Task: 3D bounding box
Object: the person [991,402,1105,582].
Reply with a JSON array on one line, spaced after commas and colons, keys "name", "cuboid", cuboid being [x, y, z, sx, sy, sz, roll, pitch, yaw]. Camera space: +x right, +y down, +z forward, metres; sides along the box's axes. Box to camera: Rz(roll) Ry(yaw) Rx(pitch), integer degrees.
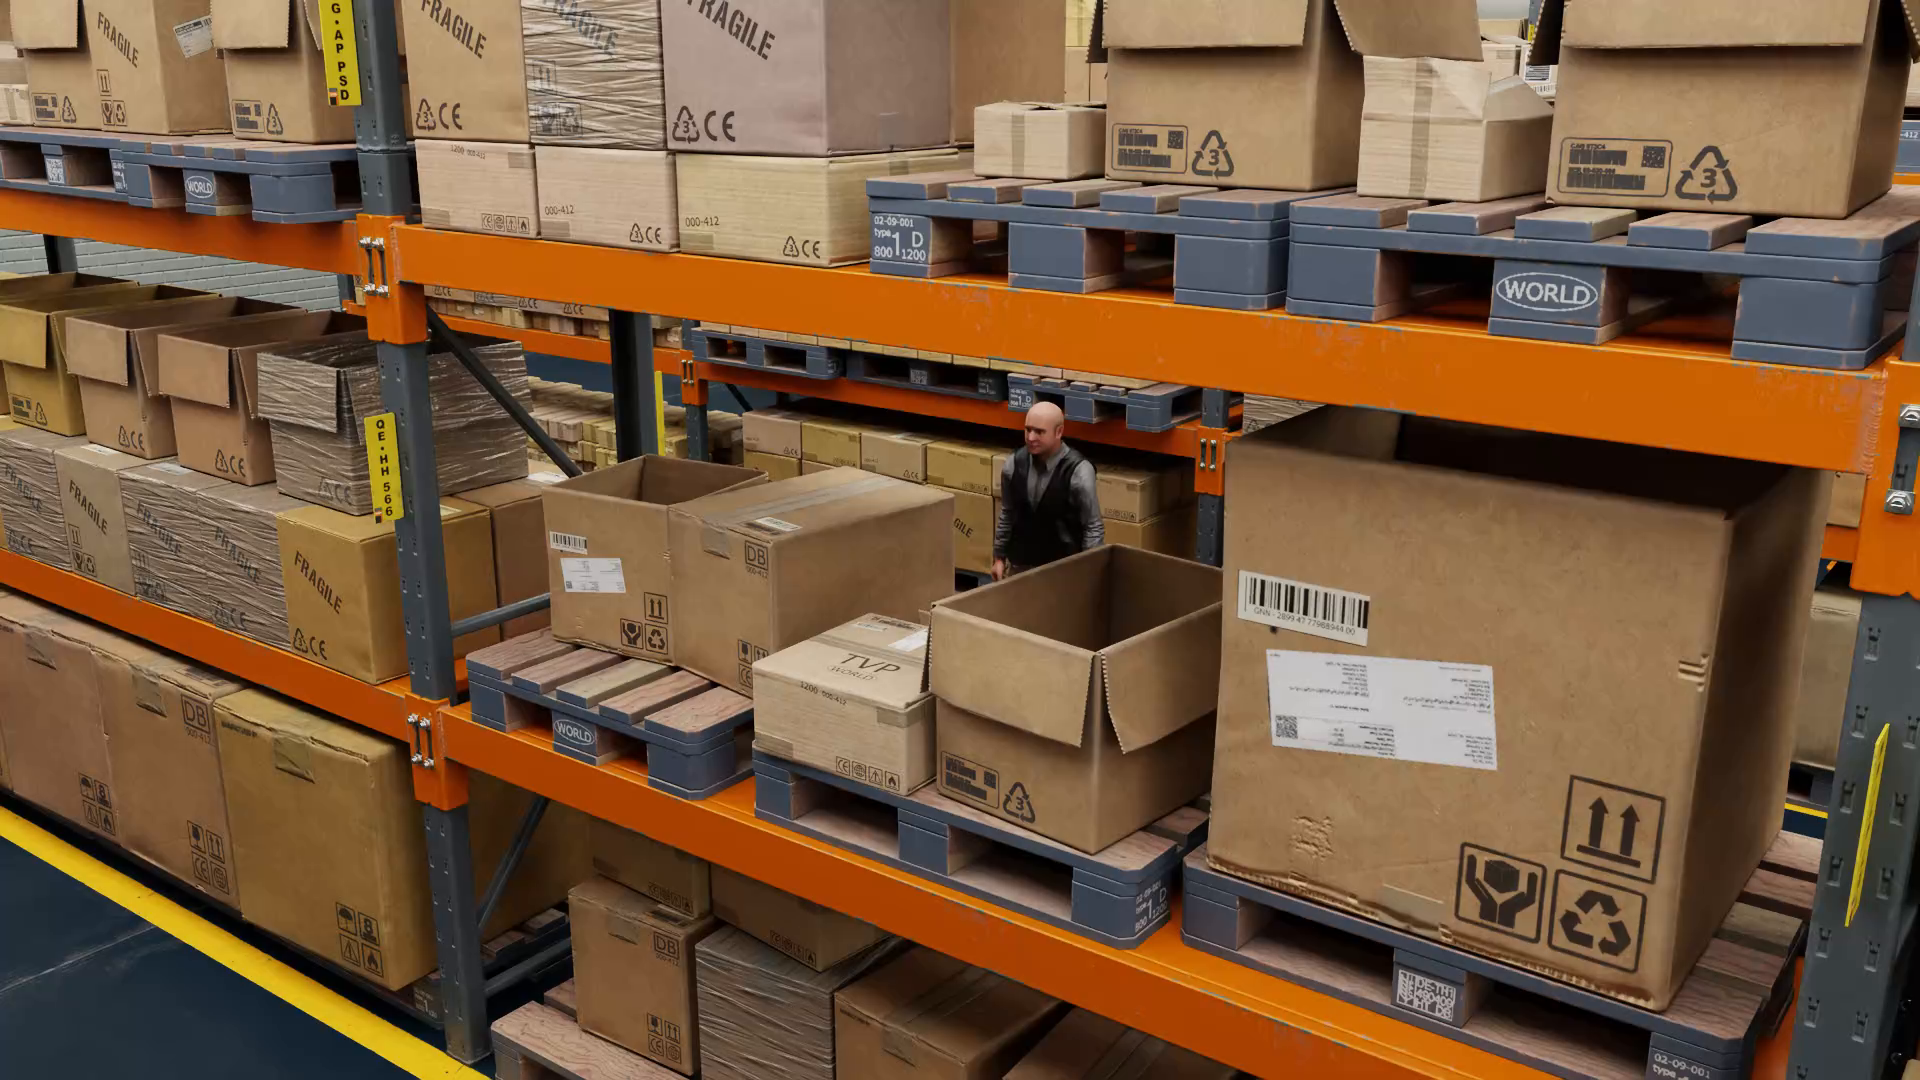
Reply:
[{"name": "person", "cuboid": [0.426, 0.166, 8.016, 0.580, 1.721, 0.415, 12, 20, 35]}]
